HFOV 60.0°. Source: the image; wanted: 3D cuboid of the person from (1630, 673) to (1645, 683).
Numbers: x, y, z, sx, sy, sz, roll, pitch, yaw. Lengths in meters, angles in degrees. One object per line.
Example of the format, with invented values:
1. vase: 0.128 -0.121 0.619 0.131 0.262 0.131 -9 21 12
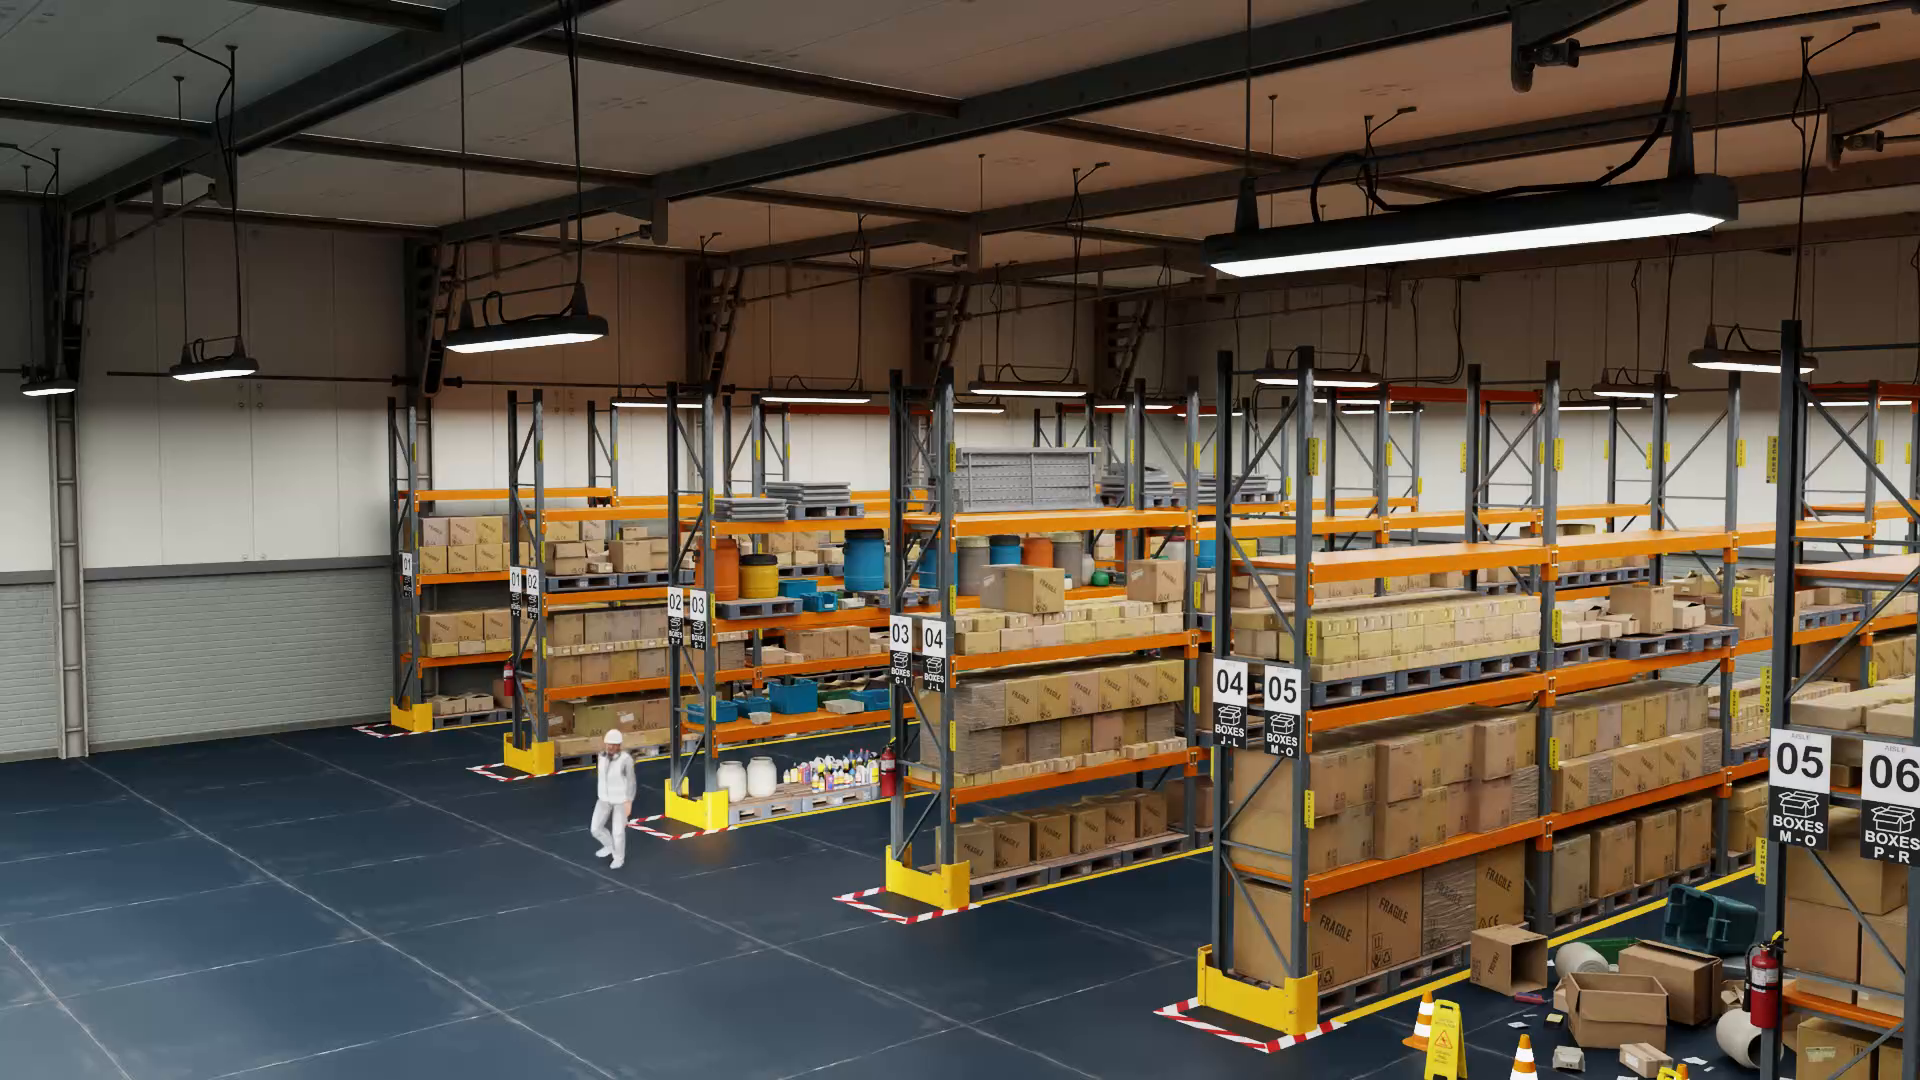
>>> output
1. person: 10.593 2.841 25.939 0.608 1.614 0.622 -1 4 -22

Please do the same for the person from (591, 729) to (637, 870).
1. person: -4.198 3.135 20.155 0.691 1.751 0.604 1 3 17
